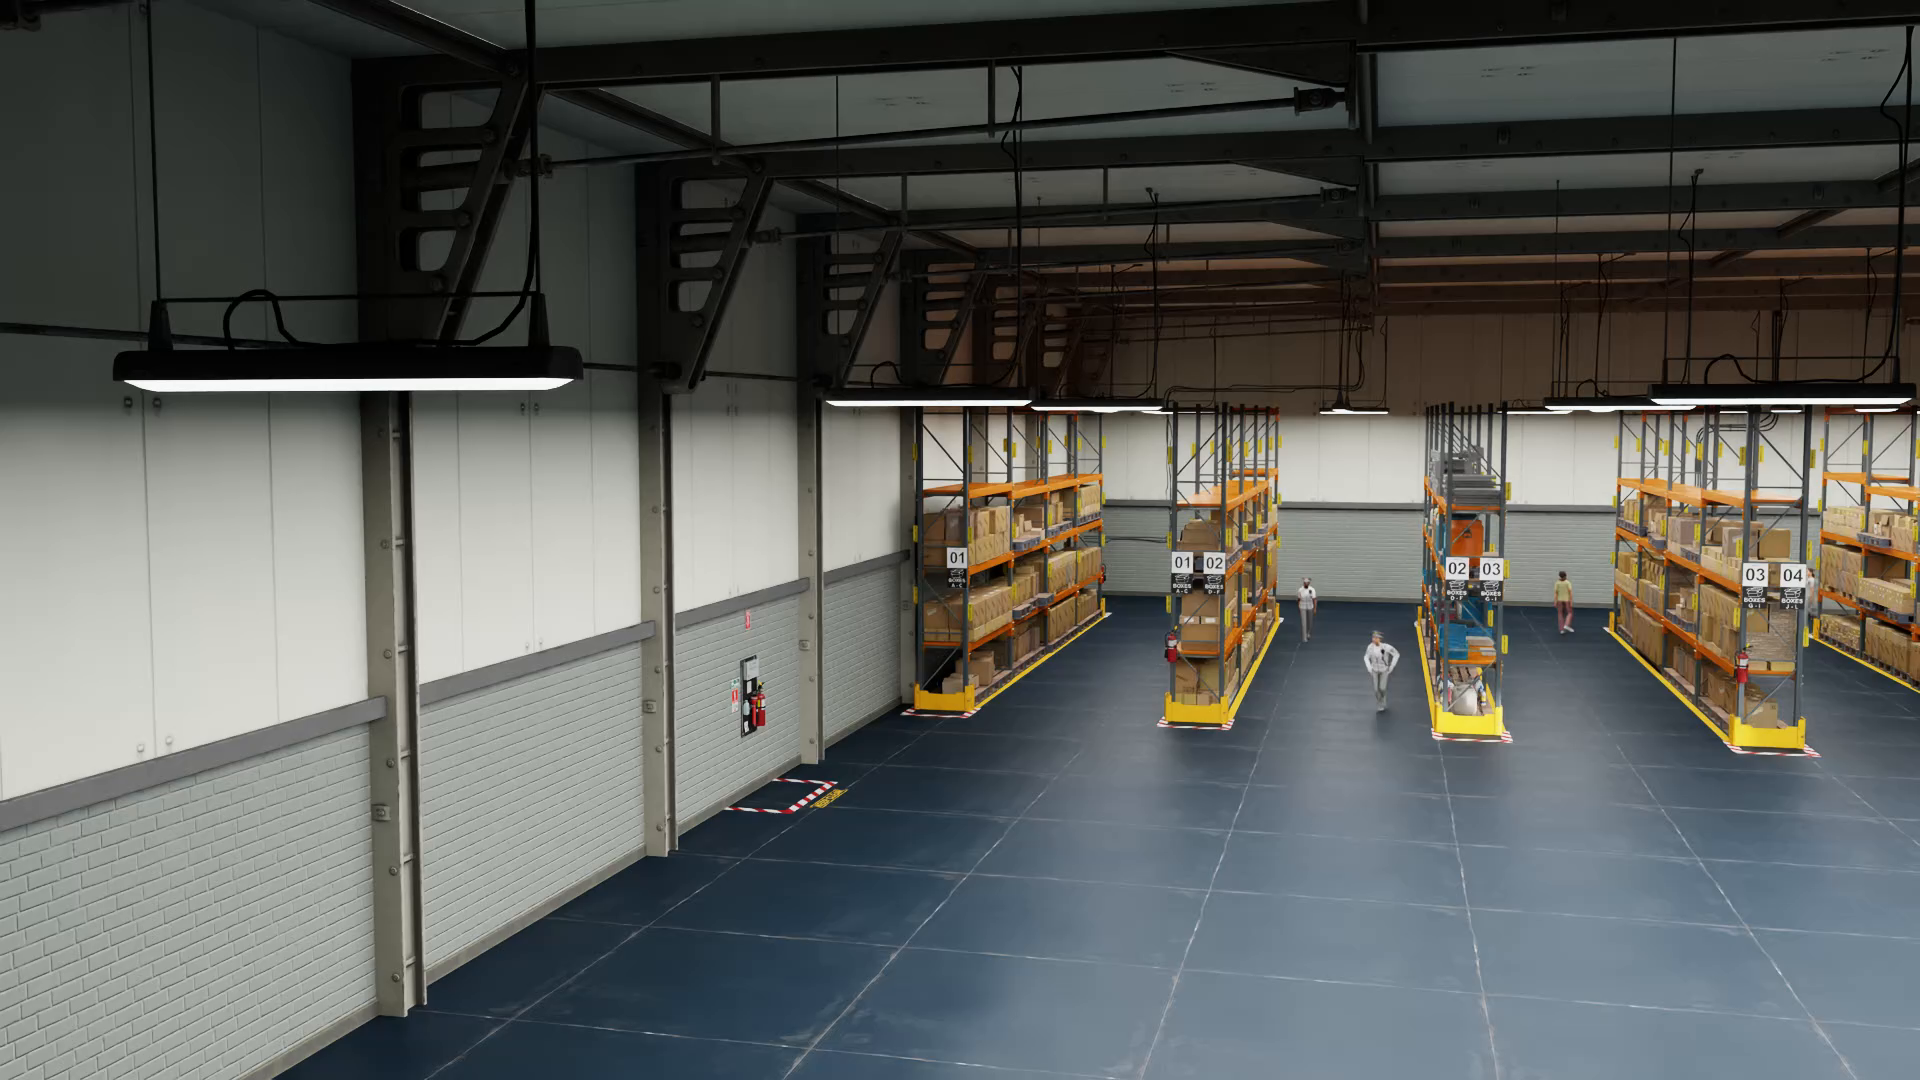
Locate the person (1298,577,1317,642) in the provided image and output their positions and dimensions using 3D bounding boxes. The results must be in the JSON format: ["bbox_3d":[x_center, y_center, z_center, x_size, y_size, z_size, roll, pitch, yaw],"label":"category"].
[{"bbox_3d":[8.880,1.750,42.529,0.456,1.626,1.012,0,4,6],"label":"person"}]

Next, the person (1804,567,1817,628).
[{"bbox_3d":[22.967,1.564,44.927,0.697,1.652,0.445,1,4,12],"label":"person"}]

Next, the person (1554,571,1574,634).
[{"bbox_3d":[15.947,1.651,43.872,0.524,1.668,0.497,2,5,22],"label":"person"}]

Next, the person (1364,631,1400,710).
[{"bbox_3d":[8.208,2.536,32.346,0.671,1.606,0.680,2,5,24],"label":"person"}]
